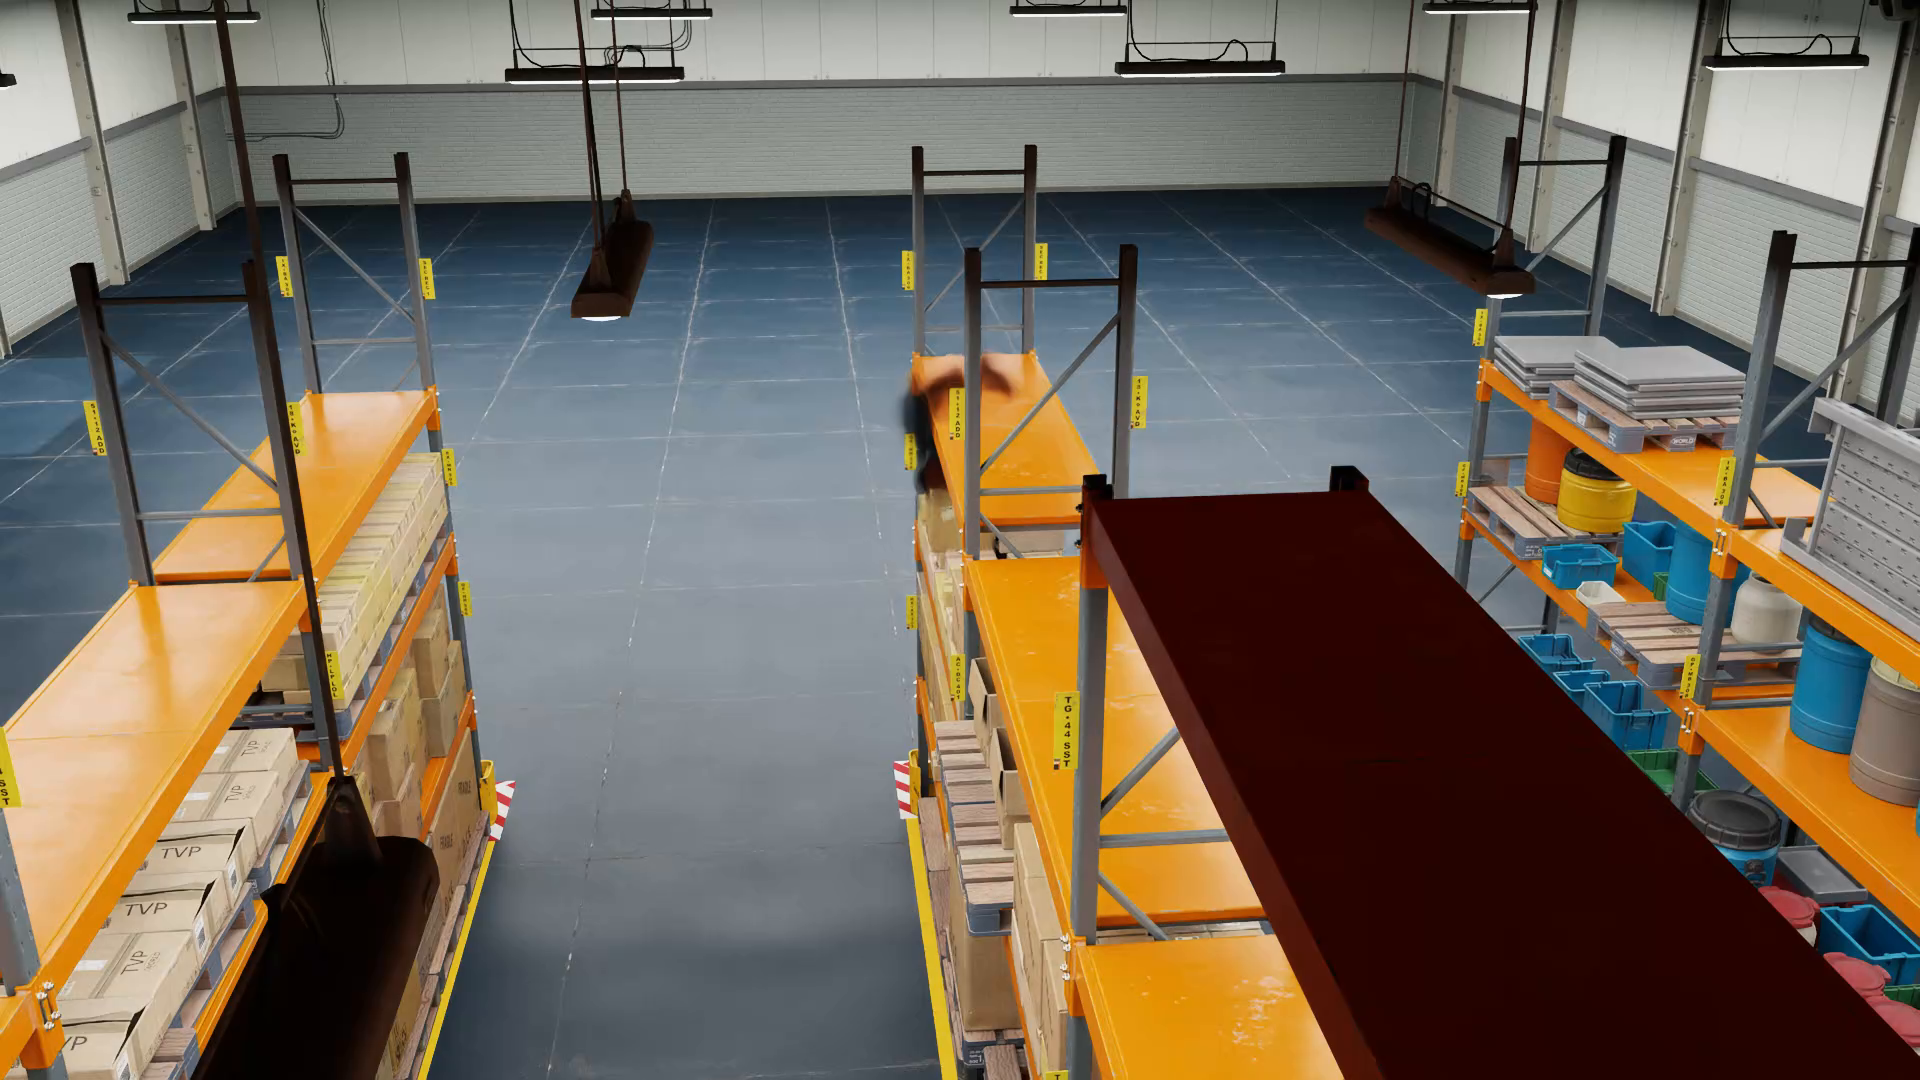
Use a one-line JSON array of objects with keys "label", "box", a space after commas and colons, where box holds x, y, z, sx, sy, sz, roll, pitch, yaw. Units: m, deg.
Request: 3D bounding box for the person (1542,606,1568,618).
[{"label": "person", "box": [7.250, 0.251, 18.863, 1.051, 1.659, 0.547, 9, 23, 21]}]
